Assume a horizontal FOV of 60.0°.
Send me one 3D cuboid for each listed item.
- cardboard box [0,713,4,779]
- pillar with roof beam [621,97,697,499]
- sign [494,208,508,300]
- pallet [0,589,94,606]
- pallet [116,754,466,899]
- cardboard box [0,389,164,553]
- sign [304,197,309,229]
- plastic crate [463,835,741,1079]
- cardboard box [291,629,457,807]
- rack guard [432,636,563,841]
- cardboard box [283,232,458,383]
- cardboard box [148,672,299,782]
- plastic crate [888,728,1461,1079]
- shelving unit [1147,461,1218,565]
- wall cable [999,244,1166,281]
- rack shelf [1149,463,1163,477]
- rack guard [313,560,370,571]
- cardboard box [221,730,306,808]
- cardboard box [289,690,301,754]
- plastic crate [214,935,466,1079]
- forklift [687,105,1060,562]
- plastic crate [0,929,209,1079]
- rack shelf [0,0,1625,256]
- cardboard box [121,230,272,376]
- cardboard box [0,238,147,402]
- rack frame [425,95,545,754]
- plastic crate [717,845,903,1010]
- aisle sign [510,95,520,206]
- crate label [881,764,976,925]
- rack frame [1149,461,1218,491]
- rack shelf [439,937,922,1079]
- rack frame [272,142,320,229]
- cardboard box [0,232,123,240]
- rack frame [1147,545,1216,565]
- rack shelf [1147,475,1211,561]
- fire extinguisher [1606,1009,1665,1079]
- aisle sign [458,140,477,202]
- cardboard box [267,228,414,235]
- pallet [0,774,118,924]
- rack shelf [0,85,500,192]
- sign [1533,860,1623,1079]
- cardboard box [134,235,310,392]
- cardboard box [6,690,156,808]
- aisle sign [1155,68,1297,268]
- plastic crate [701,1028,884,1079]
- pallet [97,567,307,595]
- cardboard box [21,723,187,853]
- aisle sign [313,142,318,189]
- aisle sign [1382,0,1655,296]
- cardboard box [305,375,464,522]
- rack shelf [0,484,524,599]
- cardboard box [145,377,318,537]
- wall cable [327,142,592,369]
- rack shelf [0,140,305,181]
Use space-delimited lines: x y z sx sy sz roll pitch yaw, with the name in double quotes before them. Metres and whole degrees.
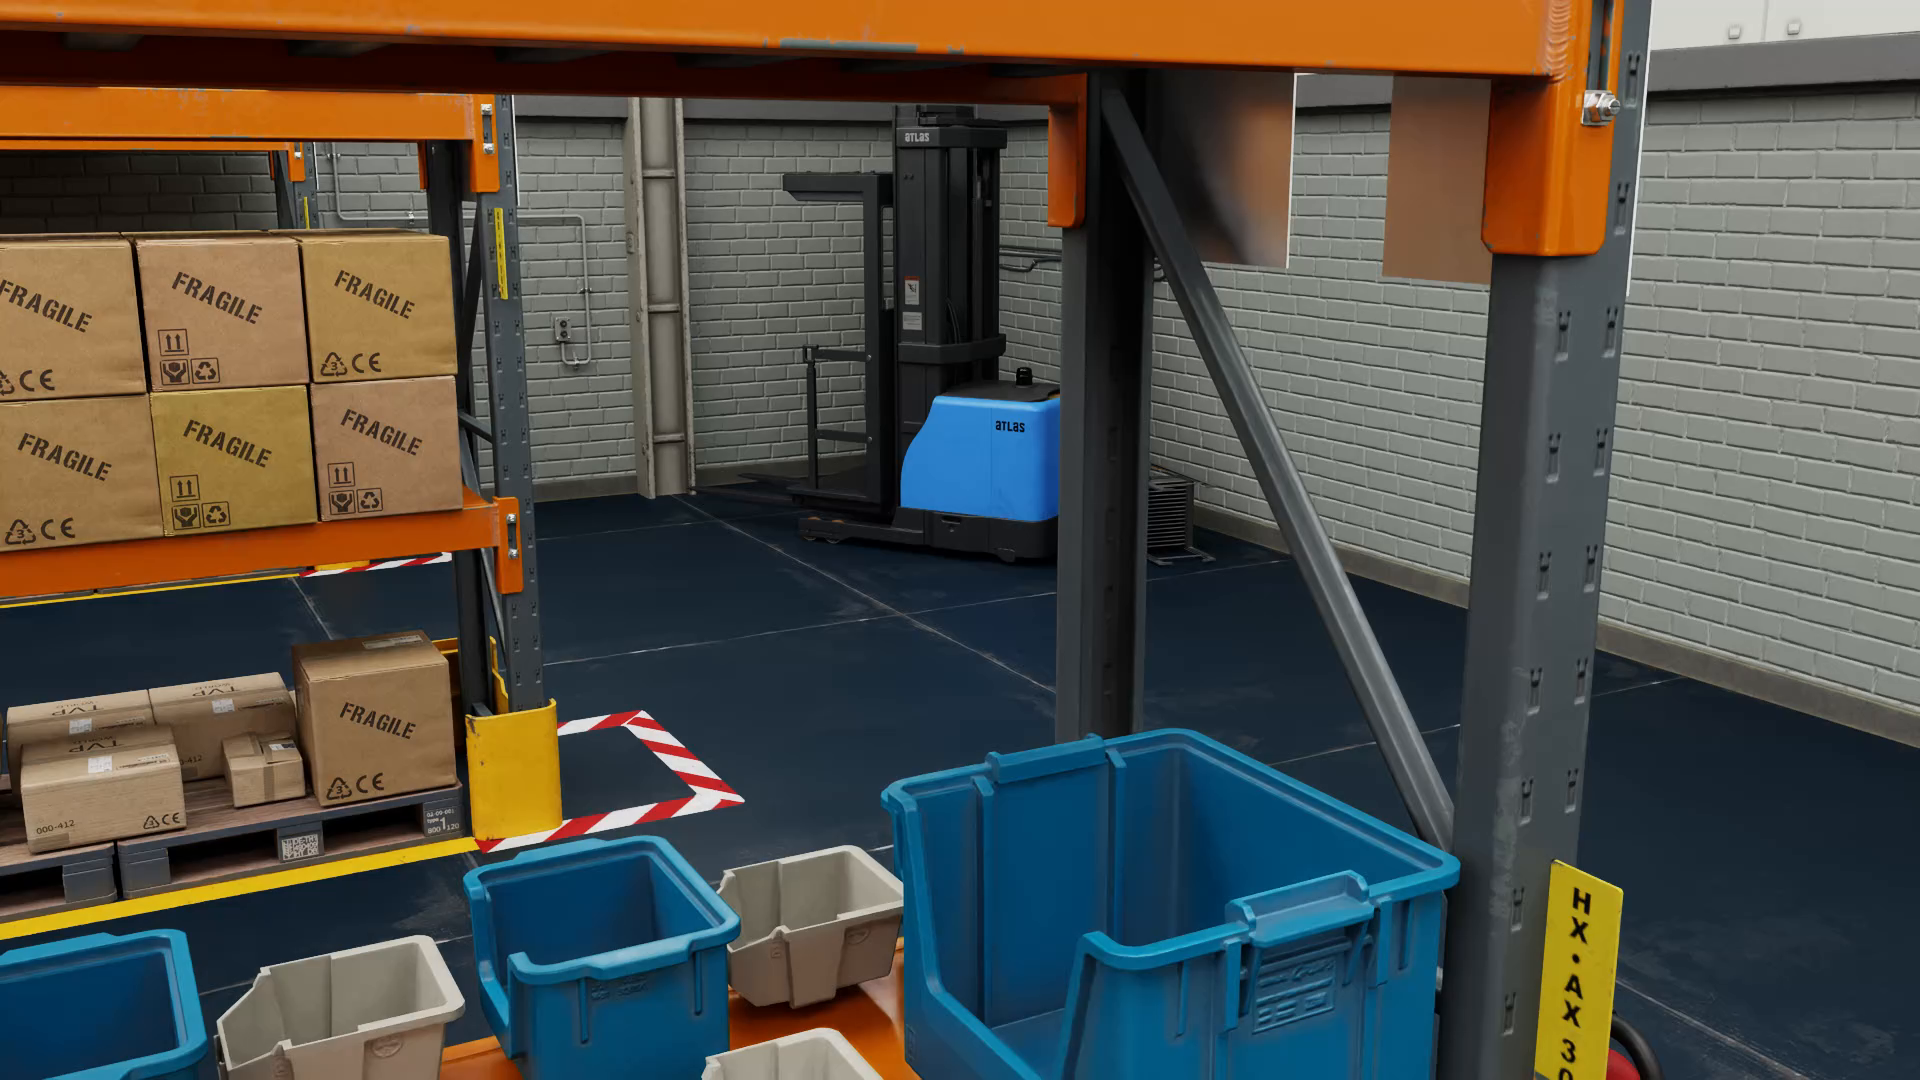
"cardboard box" -3.783 0.794 5.934 0.637 0.503 0.797 -7 14 -28
"pillar with roof beam" -0.277 -3.934 8.594 0.400 9.000 9.100 -7 14 -28
"sign" -1.670 -1.042 6.049 0.005 0.325 0.100 -7 14 -28
"pallet" -6.029 0.201 10.235 1.213 0.211 1.003 -7 14 -28
"pallet" -2.684 1.021 6.593 1.213 0.211 1.003 -7 14 -28
"cardboard box" -3.075 -0.274 5.768 0.500 0.500 0.500 -7 14 -27
"sign" -4.047 -1.960 10.312 0.005 0.325 0.100 -7 14 -28
"plastic crate" -0.500 0.607 2.323 0.300 0.233 0.416 -7 14 -28
"cardboard box" -2.277 0.678 6.457 0.500 0.500 0.500 -7 14 -28
"rack guard" -1.985 0.796 6.935 0.348 0.500 1.175 -7 14 -28
"cardboard box" -2.177 -0.869 6.131 0.500 0.500 0.500 -7 14 -28
"cardboard box" -2.970 0.750 6.704 0.500 0.250 0.500 -7 14 -28
"plastic crate" 0.247 0.548 2.125 0.499 0.435 0.616 -7 14 -28
"shelving unit" 1.151 -0.305 11.773 0.431 0.503 2.100 -4 13 -18
"wall cable" 0.841 -3.324 12.956 0.112 2.526 3.097 -7 14 -28
"rack shelf" 1.156 -0.302 11.760 0.431 0.480 0.518 -4 13 -18
"rack guard" -4.274 -0.169 11.222 0.348 0.500 1.175 -7 14 -28
"cardboard box" -2.676 0.866 6.381 0.250 0.166 0.380 -7 14 -28
"cardboard box" -2.670 0.740 6.940 0.250 0.166 0.380 -7 14 -28
"plastic crate" -0.839 0.674 2.245 0.298 0.136 0.250 -7 14 -28
"forklift" -0.541 -1.497 11.587 3.031 2.935 1.130 7 15 29
"plastic crate" -1.078 0.677 2.015 0.300 0.233 0.416 -7 14 -28
"rack shelf" -1.304 -0.379 1.267 4.000 0.370 1.077 -7 14 -28
"cardboard box" -2.889 -0.916 6.342 0.500 0.500 0.500 -7 14 -27
"cardboard box" -3.073 -0.760 5.648 0.500 0.500 0.500 -6 14 -26
"rack frame" -1.918 -0.432 6.696 0.127 3.000 1.000 -7 14 -28
"plastic crate" -0.244 0.603 2.562 0.298 0.136 0.250 -7 14 -28
"aisle sign" -1.712 -1.648 6.180 0.004 0.787 0.394 -7 14 -28
"crate label" 0.077 0.538 2.631 0.303 0.233 0.416 -7 14 -28
"rack frame" 1.151 -0.543 11.721 0.400 0.015 2.100 -4 13 -18
"rack shelf" -1.304 1.085 1.596 4.000 0.370 1.077 -7 14 -28
"rack frame" -4.295 -1.386 10.936 0.127 3.000 1.000 -7 14 -28
"cardboard box" -3.331 -0.864 6.113 0.500 0.500 0.500 -7 14 -27
"rack frame" 1.152 -0.066 11.824 0.400 0.015 2.100 -4 13 -18
"rack shelf" 1.380 -0.163 11.112 0.431 0.480 0.518 -4 13 -18
"fire extinguisher" 0.802 0.815 2.183 0.183 0.674 0.296 -7 14 -28
"aisle sign" -1.999 -1.764 6.694 0.004 0.787 0.394 -7 14 -28
"cardboard box" -2.434 -0.972 6.593 0.500 0.500 0.500 -6 14 -26
"pallet" -3.754 1.148 6.027 1.213 0.211 1.003 -7 14 -28
"rack shelf" -3.674 -1.334 5.510 4.000 0.370 1.077 -7 14 -28
"sign" 0.730 0.548 1.971 0.005 0.325 0.100 -7 14 -28
"cardboard box" -2.620 -0.815 5.895 0.500 0.500 0.500 -6 14 -26
"cardboard box" -3.409 0.803 6.471 0.500 0.250 0.500 -7 14 -28
"aisle sign" 0.373 -0.810 2.455 0.004 0.787 0.394 -7 14 -28
"plastic crate" -0.177 0.743 1.938 0.243 0.136 0.396 -7 14 -28
"pallet" -4.959 0.074 10.801 1.213 0.211 1.003 -7 14 -28
"cardboard box" -3.126 0.894 6.066 0.500 0.250 0.500 -7 14 -28
"aisle sign" -4.088 -2.604 10.427 0.004 0.787 0.394 -7 14 -28
"aisle sign" 0.655 -0.696 1.950 0.004 0.787 0.394 -7 14 -28
"cardboard box" -2.181 -0.381 6.242 0.500 0.500 0.500 -6 14 -26
"rack shelf" -3.674 0.130 5.840 4.000 0.370 1.077 -7 14 -28
"cardboard box" -2.635 -0.326 5.997 0.500 0.500 0.500 -7 14 -27
"wall cable" -3.624 -2.199 12.233 1.851 1.984 0.084 -7 14 -28
"rack shelf" -6.051 -2.288 9.751 4.000 0.370 1.077 -7 14 -28
